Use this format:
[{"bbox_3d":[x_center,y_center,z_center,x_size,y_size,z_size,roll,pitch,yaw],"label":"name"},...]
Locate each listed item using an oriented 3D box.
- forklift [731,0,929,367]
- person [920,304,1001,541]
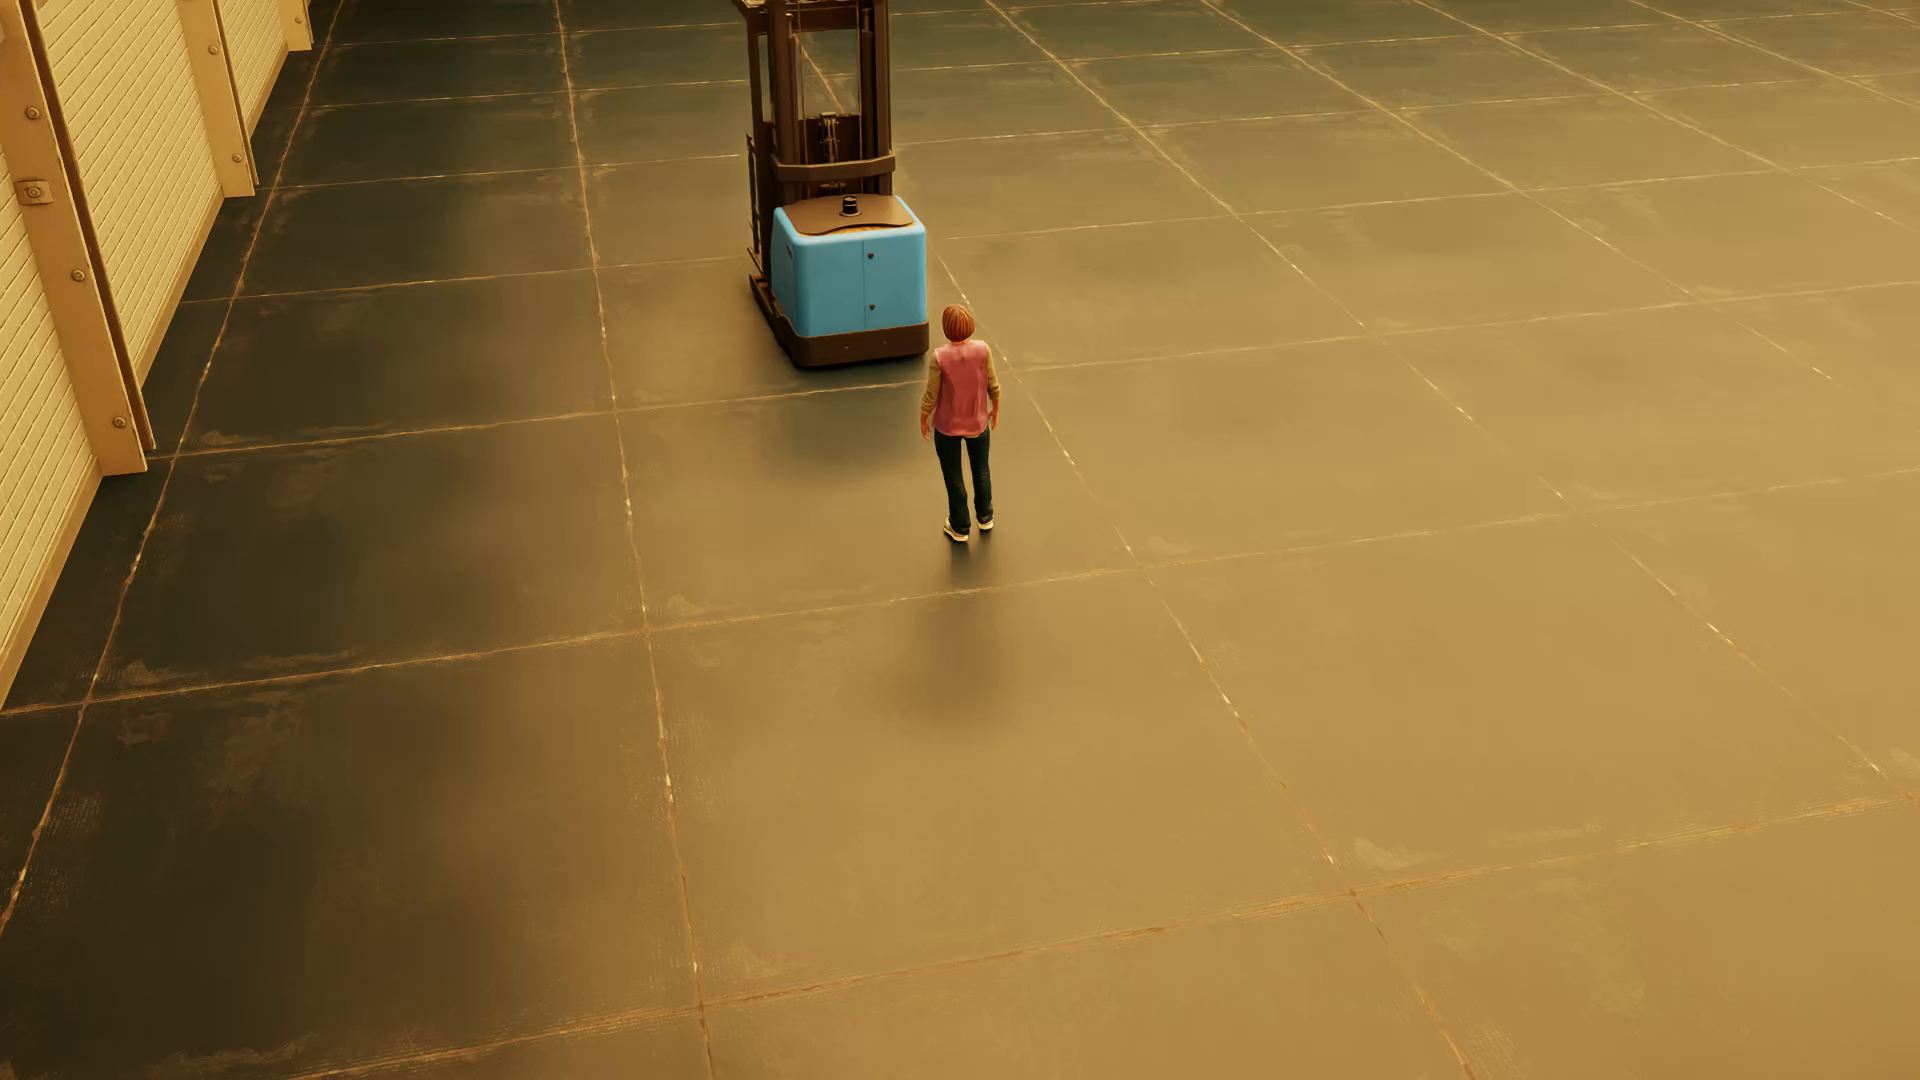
[{"bbox_3d":[-1.152,-3.311,13.293,1.130,2.935,3.031,-9,31,-14],"label":"forklift"},{"bbox_3d":[-0.004,-0.736,10.162,0.520,1.599,0.473,-7,31,-12],"label":"person"}]
